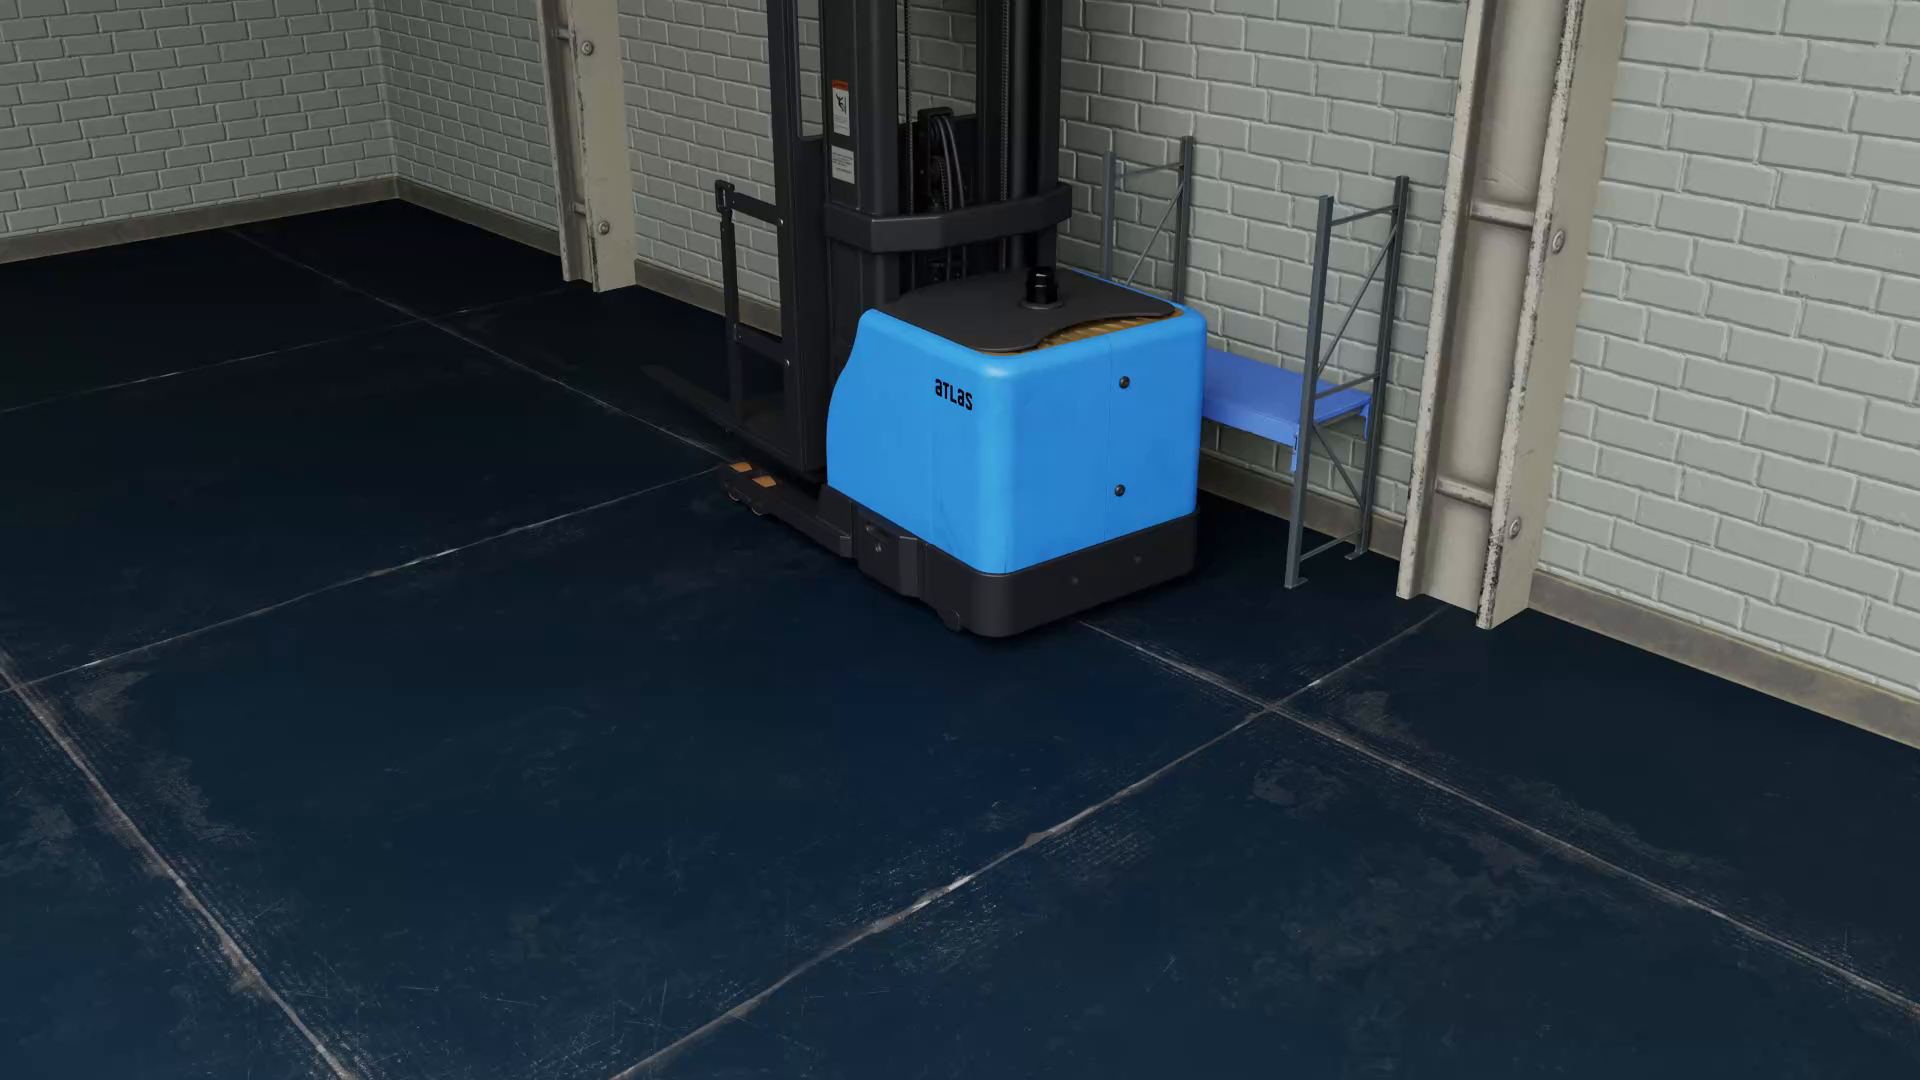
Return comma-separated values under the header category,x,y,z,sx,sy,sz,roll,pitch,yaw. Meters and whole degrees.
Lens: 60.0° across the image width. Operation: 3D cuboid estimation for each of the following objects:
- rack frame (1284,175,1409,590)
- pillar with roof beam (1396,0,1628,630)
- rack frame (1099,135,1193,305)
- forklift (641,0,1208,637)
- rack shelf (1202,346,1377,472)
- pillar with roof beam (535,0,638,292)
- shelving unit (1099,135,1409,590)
category,x,y,z,sx,sy,sz,roll,pitch,yaw
rack frame,1.433,-0.568,6.188,0.500,1.500,0.032,-21,32,-38
pillar with roof beam,-1.249,-2.649,1.715,9.100,9.000,0.400,-21,32,-38
rack frame,0.746,-0.879,6.870,0.500,1.500,0.032,-21,32,-38
forklift,-0.375,-1.543,6.601,1.130,2.935,3.031,-17,30,-33
rack shelf,1.090,-0.560,6.604,0.538,0.185,1.000,-21,32,-38
pillar with roof beam,-5.350,-4.467,5.700,9.100,9.000,0.400,-21,32,-38
shelving unit,1.090,-0.724,6.529,0.538,1.500,1.048,-21,32,-38
